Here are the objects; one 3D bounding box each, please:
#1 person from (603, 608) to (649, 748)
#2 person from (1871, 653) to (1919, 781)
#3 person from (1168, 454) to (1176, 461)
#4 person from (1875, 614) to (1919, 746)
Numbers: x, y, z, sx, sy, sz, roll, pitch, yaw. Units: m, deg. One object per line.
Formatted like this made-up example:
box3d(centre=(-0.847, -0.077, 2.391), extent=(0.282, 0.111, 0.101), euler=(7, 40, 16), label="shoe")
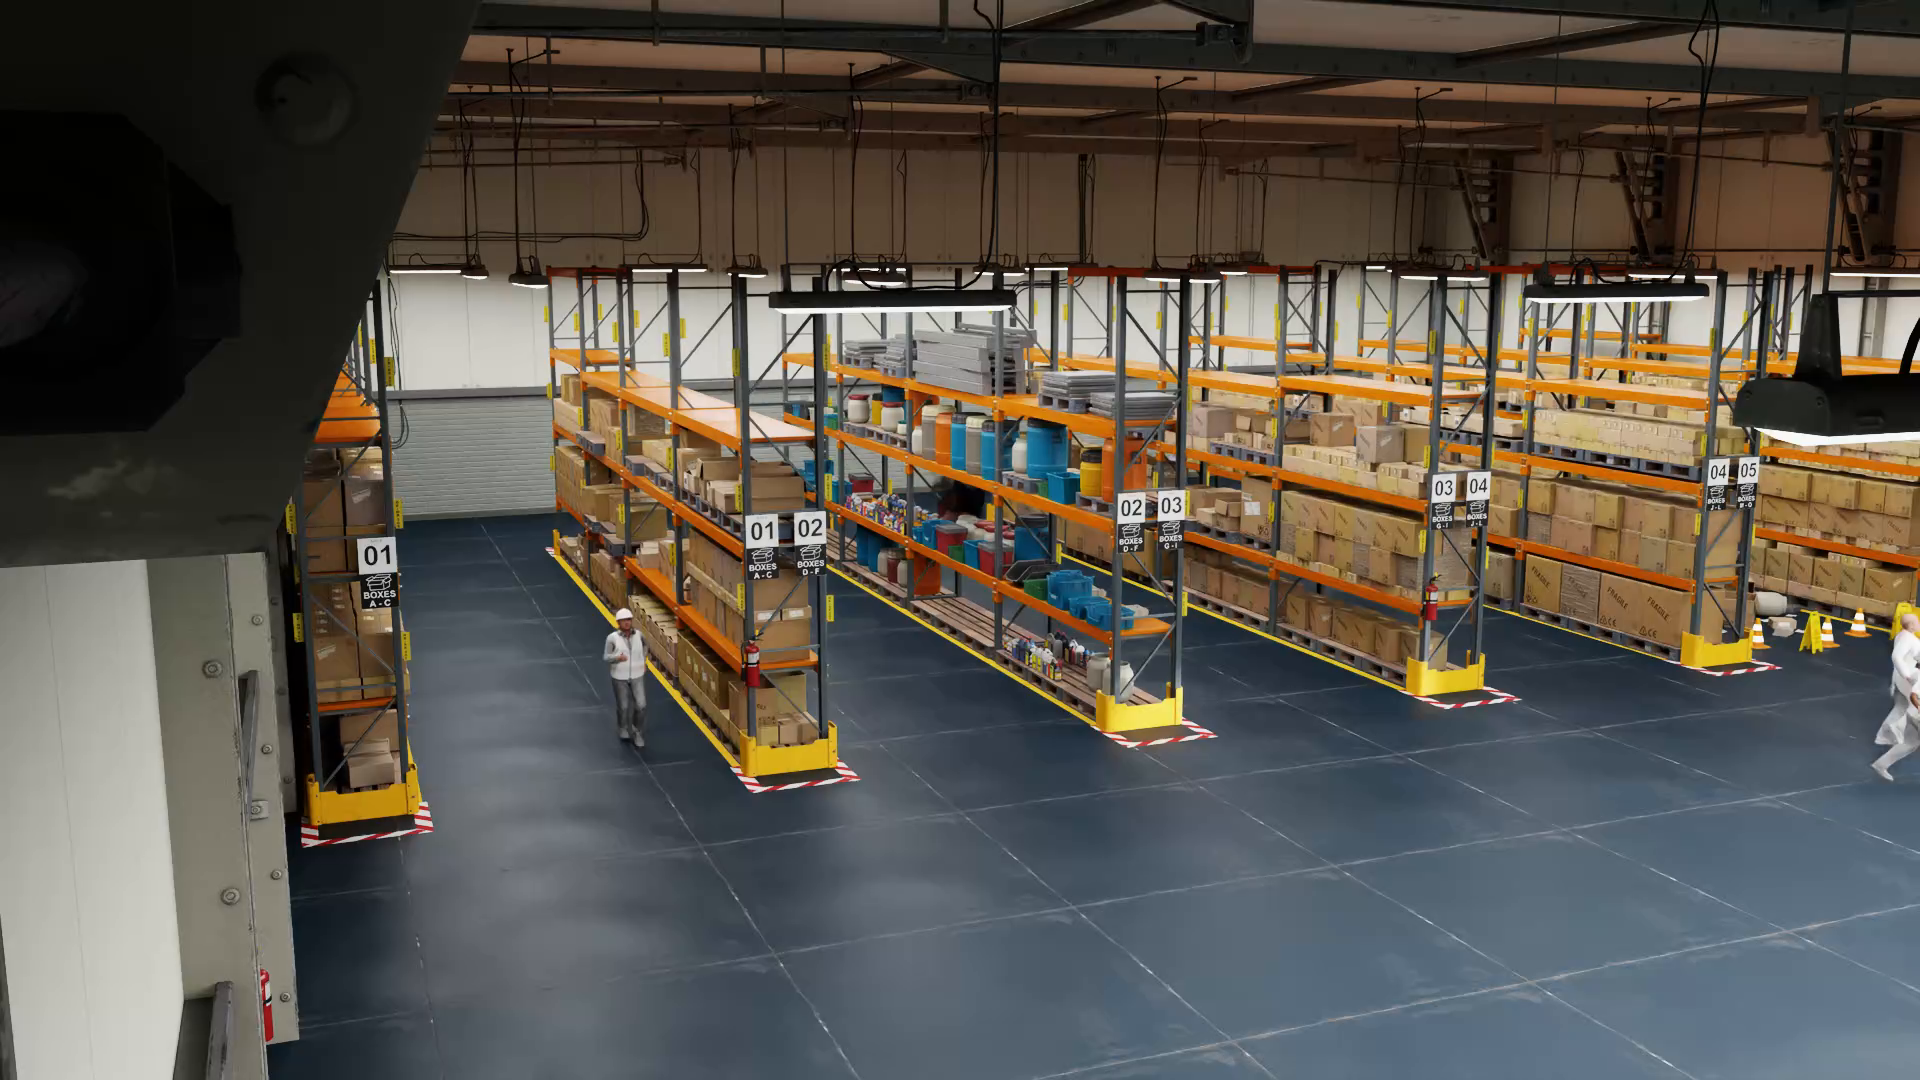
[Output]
box3d(centre=(-4.260, 1.779, 21.378), extent=(0.637, 1.814, 0.711), euler=(-4, 11, -21), label="person")
box3d(centre=(11.315, 2.108, 19.563), extent=(0.939, 1.686, 0.576), euler=(2, 10, 11), label="person")
box3d(centre=(5.349, -1.584, 41.250), extent=(0.542, 1.636, 0.634), euler=(-8, 13, -40), label="person")
box3d(centre=(12.139, 1.902, 21.236), extent=(0.695, 1.535, 0.693), euler=(2, 10, 14), label="person")
